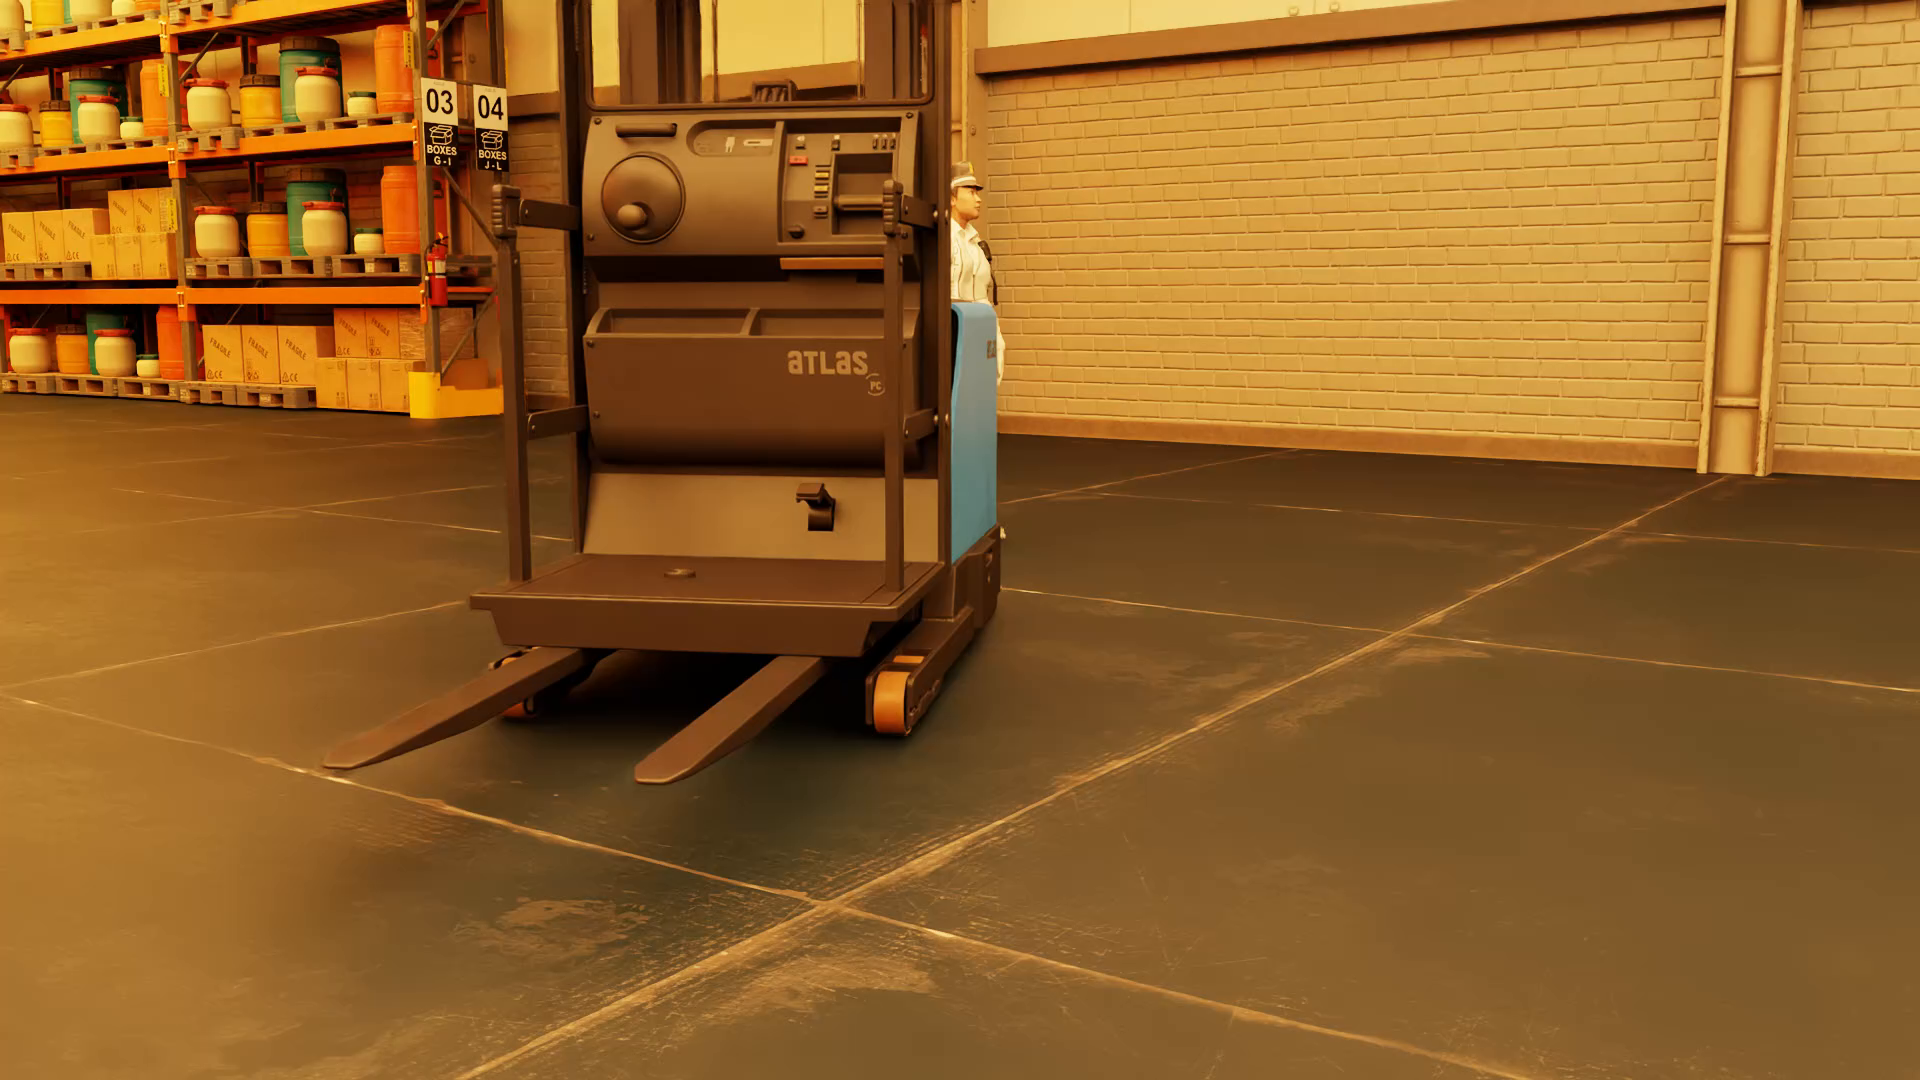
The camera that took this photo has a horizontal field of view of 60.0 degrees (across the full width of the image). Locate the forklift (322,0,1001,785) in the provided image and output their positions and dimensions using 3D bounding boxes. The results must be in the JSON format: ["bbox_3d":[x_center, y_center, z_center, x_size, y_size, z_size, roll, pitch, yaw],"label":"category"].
[{"bbox_3d":[-0.608,-1.015,4.332,1.130,2.935,3.031,1,8,9],"label":"forklift"}]

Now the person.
[{"bbox_3d":[0.053,-0.840,7.439,0.530,1.694,0.587,5,10,34],"label":"person"}]
